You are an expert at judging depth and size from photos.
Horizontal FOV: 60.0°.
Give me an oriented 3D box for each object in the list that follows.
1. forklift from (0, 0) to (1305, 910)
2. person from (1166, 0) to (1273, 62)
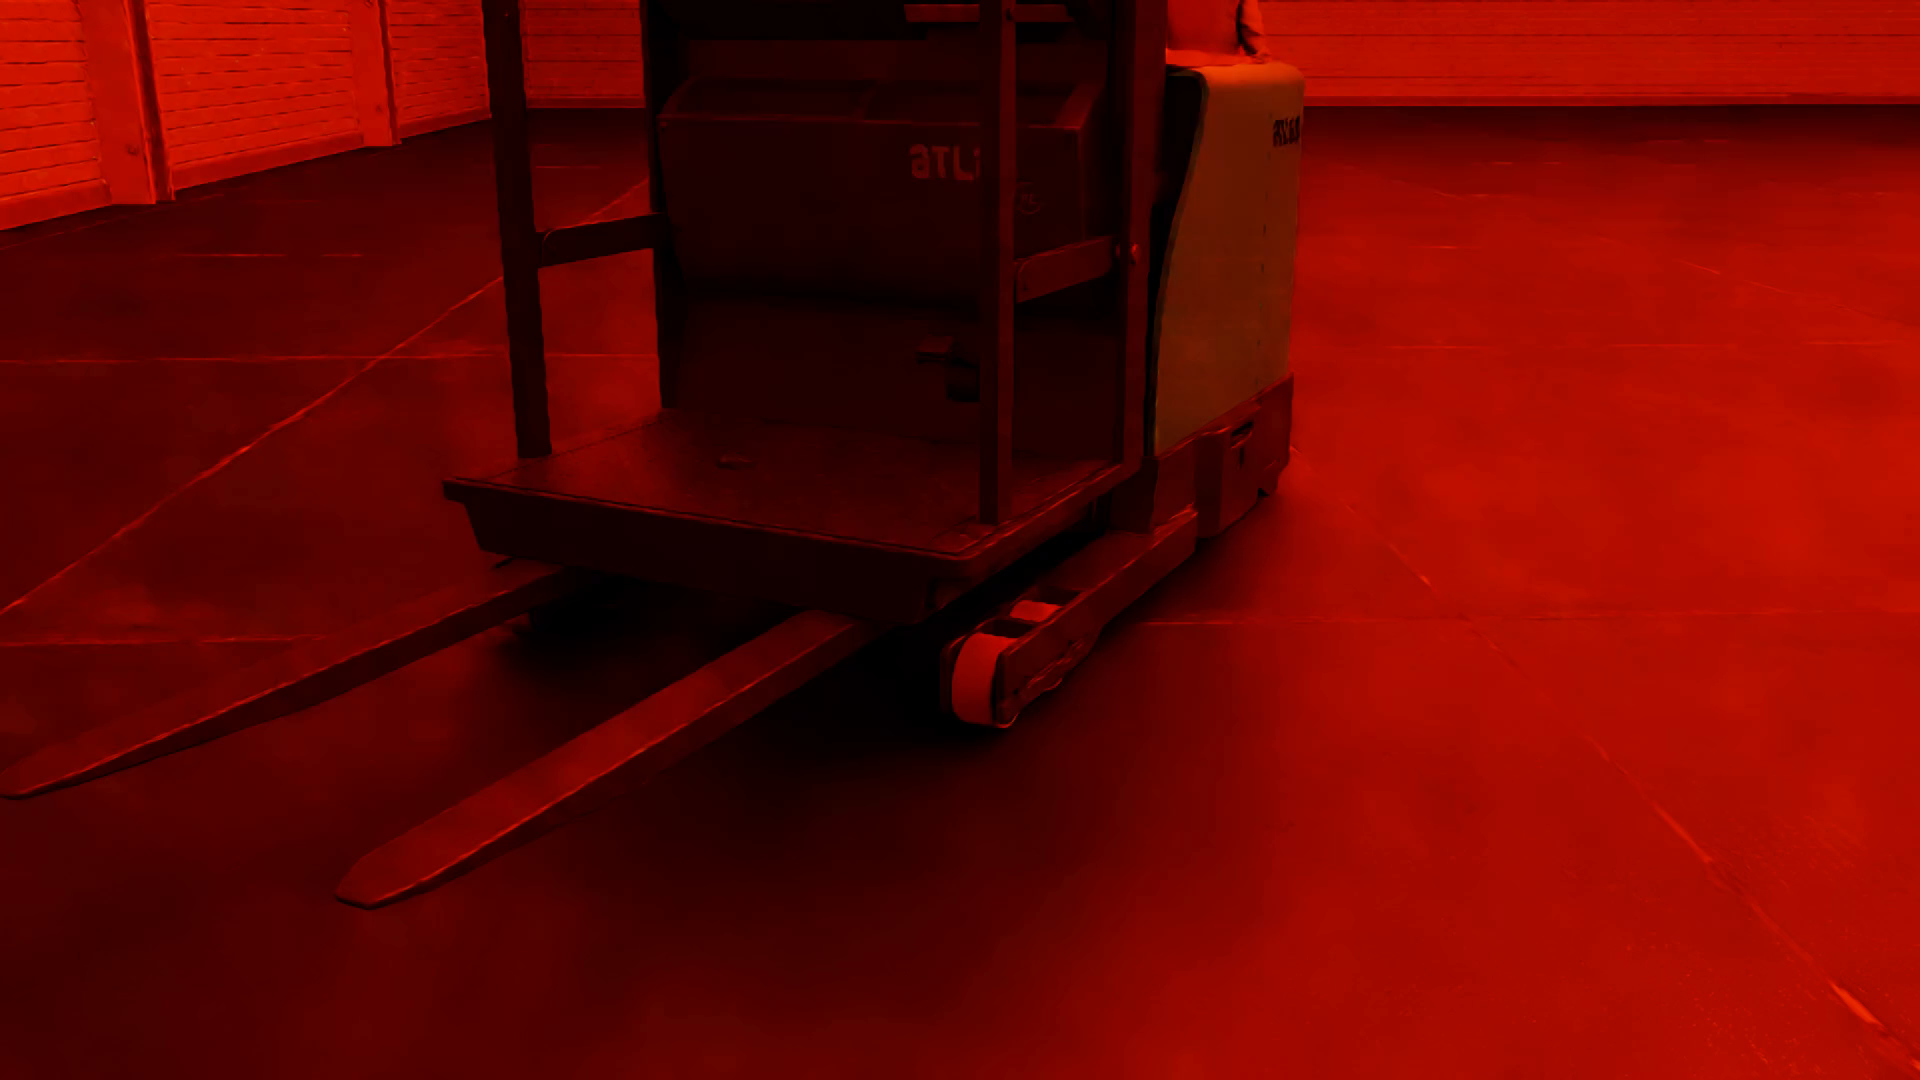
[{"bbox_3d":[-0.263,-1.223,2.906,1.130,2.935,3.031,8,19,26],"label":"forklift"},{"bbox_3d":[0.908,-1.551,6.300,0.624,1.579,0.494,5,18,15],"label":"person"}]
